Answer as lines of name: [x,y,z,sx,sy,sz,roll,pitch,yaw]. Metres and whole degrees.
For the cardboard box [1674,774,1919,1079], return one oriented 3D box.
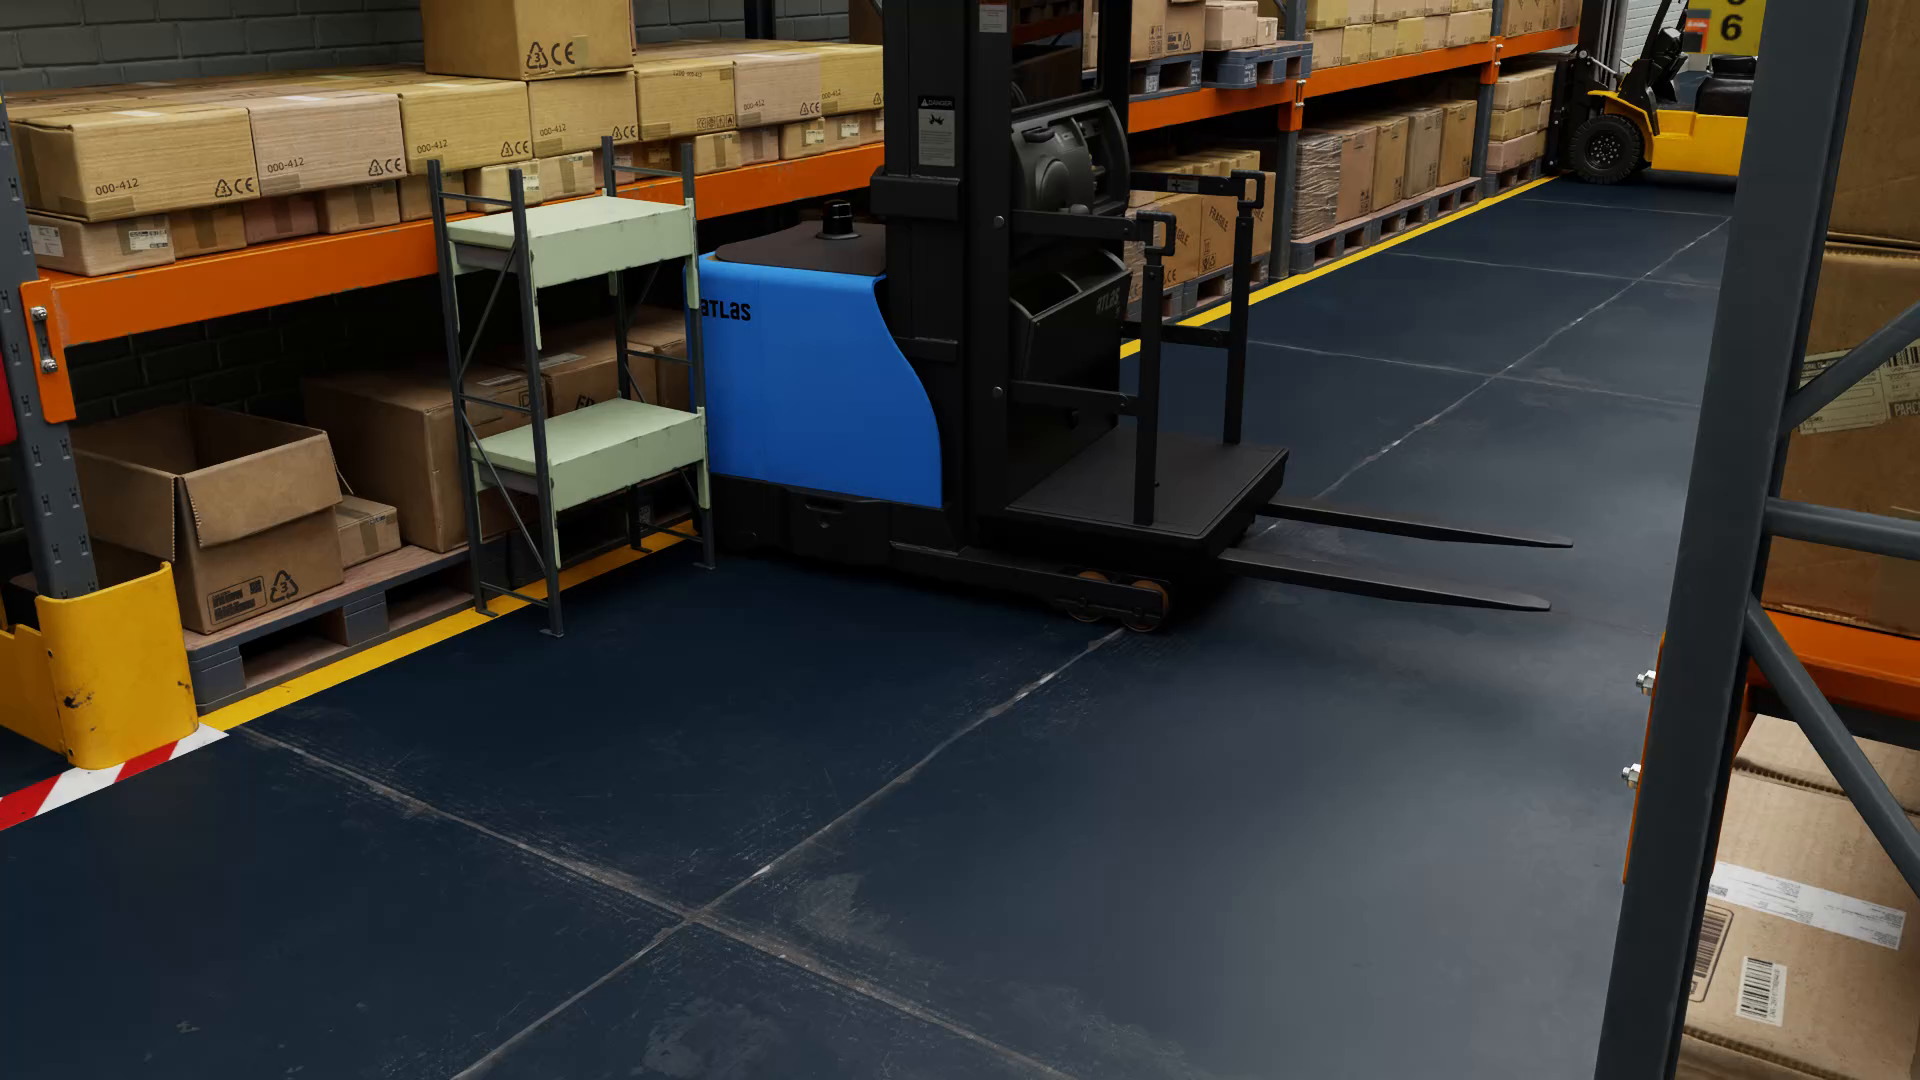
cardboard box: [1.604,0.855,2.718,0.875,0.438,0.875,12,24,30]

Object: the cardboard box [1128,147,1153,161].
cardboard box: [0.983,-2.372,10.418,0.380,0.149,0.250,14,25,33]

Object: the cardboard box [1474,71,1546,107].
cardboard box: [4.781,-3.950,14.536,0.500,0.250,0.500,13,24,32]

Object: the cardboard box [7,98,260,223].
cardboard box: [-2.314,-1.055,4.580,0.500,0.250,0.500,13,24,32]

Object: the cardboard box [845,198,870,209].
cardboard box: [-0.431,-1.623,8.392,0.380,0.149,0.250,13,24,32]

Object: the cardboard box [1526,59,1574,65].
cardboard box: [5.644,-4.388,15.720,0.500,0.250,0.500,14,24,32]

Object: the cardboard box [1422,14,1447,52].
cardboard box: [3.305,-3.803,12.440,0.500,0.250,0.500,13,24,32]

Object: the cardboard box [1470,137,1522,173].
cardboard box: [4.500,-3.333,14.309,0.500,0.250,0.500,14,24,32]

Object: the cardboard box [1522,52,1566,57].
cardboard box: [5.776,-4.774,16.765,0.500,0.250,0.500,13,24,31]

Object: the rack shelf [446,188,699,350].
rack shelf: [-1.255,-0.895,5.397,0.431,0.370,0.720,13,24,32]

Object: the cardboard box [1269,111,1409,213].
cardboard box: [2.807,-2.845,12.451,0.875,0.625,0.625,12,24,30]

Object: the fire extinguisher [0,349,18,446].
fire extinguisher: [-2.492,-0.565,4.116,0.296,0.674,0.183,13,24,32]

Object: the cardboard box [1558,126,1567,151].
cardboard box: [5.350,-3.774,15.501,0.500,0.250,0.500,14,25,34]

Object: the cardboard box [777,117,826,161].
cardboard box: [-0.768,-1.639,6.734,0.380,0.149,0.250,14,24,33]

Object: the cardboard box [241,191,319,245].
cardboard box: [-2.156,-0.995,4.994,0.380,0.149,0.250,13,24,31]

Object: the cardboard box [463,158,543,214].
cardboard box: [-1.614,-1.191,5.523,0.380,0.149,0.250,12,24,30]

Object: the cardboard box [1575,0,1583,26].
cardboard box: [5.556,-5.059,15.474,0.500,0.500,0.500,13,24,31]

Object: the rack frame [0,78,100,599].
rack frame: [-2.791,-0.908,4.396,1.000,3.000,0.127,13,24,32]

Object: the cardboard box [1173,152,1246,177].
cardboard box: [1.510,-2.257,10.105,0.380,0.149,0.250,12,23,29]

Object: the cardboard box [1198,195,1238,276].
cardboard box: [1.356,-1.923,10.138,0.500,0.500,0.500,13,24,31]

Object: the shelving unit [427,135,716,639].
shelving unit: [-1.255,-0.529,5.533,0.431,1.500,0.755,13,24,32]

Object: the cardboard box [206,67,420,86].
cardboard box: [-2.179,-1.450,5.648,0.500,0.250,0.500,14,25,33]

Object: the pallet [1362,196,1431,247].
pallet: [2.887,-2.473,12.646,1.003,0.211,1.213,13,24,32]

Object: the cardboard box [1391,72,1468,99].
cardboard box: [4.071,-3.906,14.419,0.500,0.250,0.500,14,24,33]

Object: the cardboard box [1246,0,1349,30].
cardboard box: [2.178,-3.442,10.743,0.500,0.250,0.500,13,24,32]

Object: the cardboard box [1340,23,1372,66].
cardboard box: [2.444,-3.356,11.230,0.500,0.250,0.500,13,24,31]

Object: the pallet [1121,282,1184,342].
pallet: [0.568,-1.340,9.584,1.003,0.211,1.213,13,24,32]

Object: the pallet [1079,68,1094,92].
pallet: [-0.003,-2.174,8.094,1.003,0.211,1.213,13,24,32]

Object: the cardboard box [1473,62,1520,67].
cardboard box: [4.914,-4.343,15.599,0.500,0.250,0.500,13,24,31]

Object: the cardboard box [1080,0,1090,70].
cardboard box: [0.205,-2.543,8.068,0.700,0.500,0.500,14,24,32]

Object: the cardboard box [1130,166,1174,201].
cardboard box: [0.999,-2.051,9.550,0.380,0.149,0.250,13,24,31]

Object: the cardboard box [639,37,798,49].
cardboard box: [-1.045,-2.035,7.231,0.500,0.250,0.500,13,24,31]

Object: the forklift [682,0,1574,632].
forklift: [0.563,-1.282,5.507,3.031,2.935,1.130,9,22,24]

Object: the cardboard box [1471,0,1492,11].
cardboard box: [3.890,-4.324,13.128,0.500,0.250,0.500,13,24,31]

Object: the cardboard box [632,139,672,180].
cardboard box: [-1.296,-1.438,6.191,0.380,0.149,0.250,14,24,33]

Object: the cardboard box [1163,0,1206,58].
cardboard box: [0.941,-2.944,9.147,0.797,0.503,0.637,13,24,31]

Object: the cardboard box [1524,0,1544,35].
cardboard box: [4.699,-4.627,14.306,0.500,0.500,0.500,14,24,33]

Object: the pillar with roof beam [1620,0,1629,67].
pillar with roof beam: [11.999,-9.170,18.086,9.100,9.000,0.400,13,24,32]

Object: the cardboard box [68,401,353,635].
cardboard box: [-2.369,-0.091,5.181,0.797,0.503,0.637,12,24,30]

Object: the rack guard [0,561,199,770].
rack guard: [-2.749,0.243,4.889,1.175,0.500,0.348,13,24,32]

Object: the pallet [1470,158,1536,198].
pallet: [4.436,-3.263,14.783,1.003,0.211,1.213,13,24,32]

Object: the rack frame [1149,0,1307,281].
rack frame: [1.706,-3.203,10.602,1.000,3.000,0.127,13,24,32]

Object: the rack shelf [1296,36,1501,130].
rack shelf: [2.830,-3.440,12.278,1.077,0.370,4.000,13,24,32]

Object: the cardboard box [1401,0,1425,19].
cardboard box: [3.015,-3.889,11.950,0.500,0.250,0.500,14,24,33]

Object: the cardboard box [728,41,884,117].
cardboard box: [-0.627,-1.931,6.950,0.500,0.250,0.500,14,24,33]

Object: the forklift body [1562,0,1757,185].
forklift body: [6.646,-4.201,14.521,2.313,2.155,1.214,13,24,32]

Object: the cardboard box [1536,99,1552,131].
cardboard box: [5.055,-3.858,15.010,0.500,0.250,0.500,13,24,31]

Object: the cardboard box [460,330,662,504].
cardboard box: [-1.477,-0.460,6.181,0.500,0.500,0.500,14,24,33]

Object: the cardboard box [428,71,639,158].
cardboard box: [-1.478,-1.497,5.774,0.500,0.250,0.500,13,24,30]
